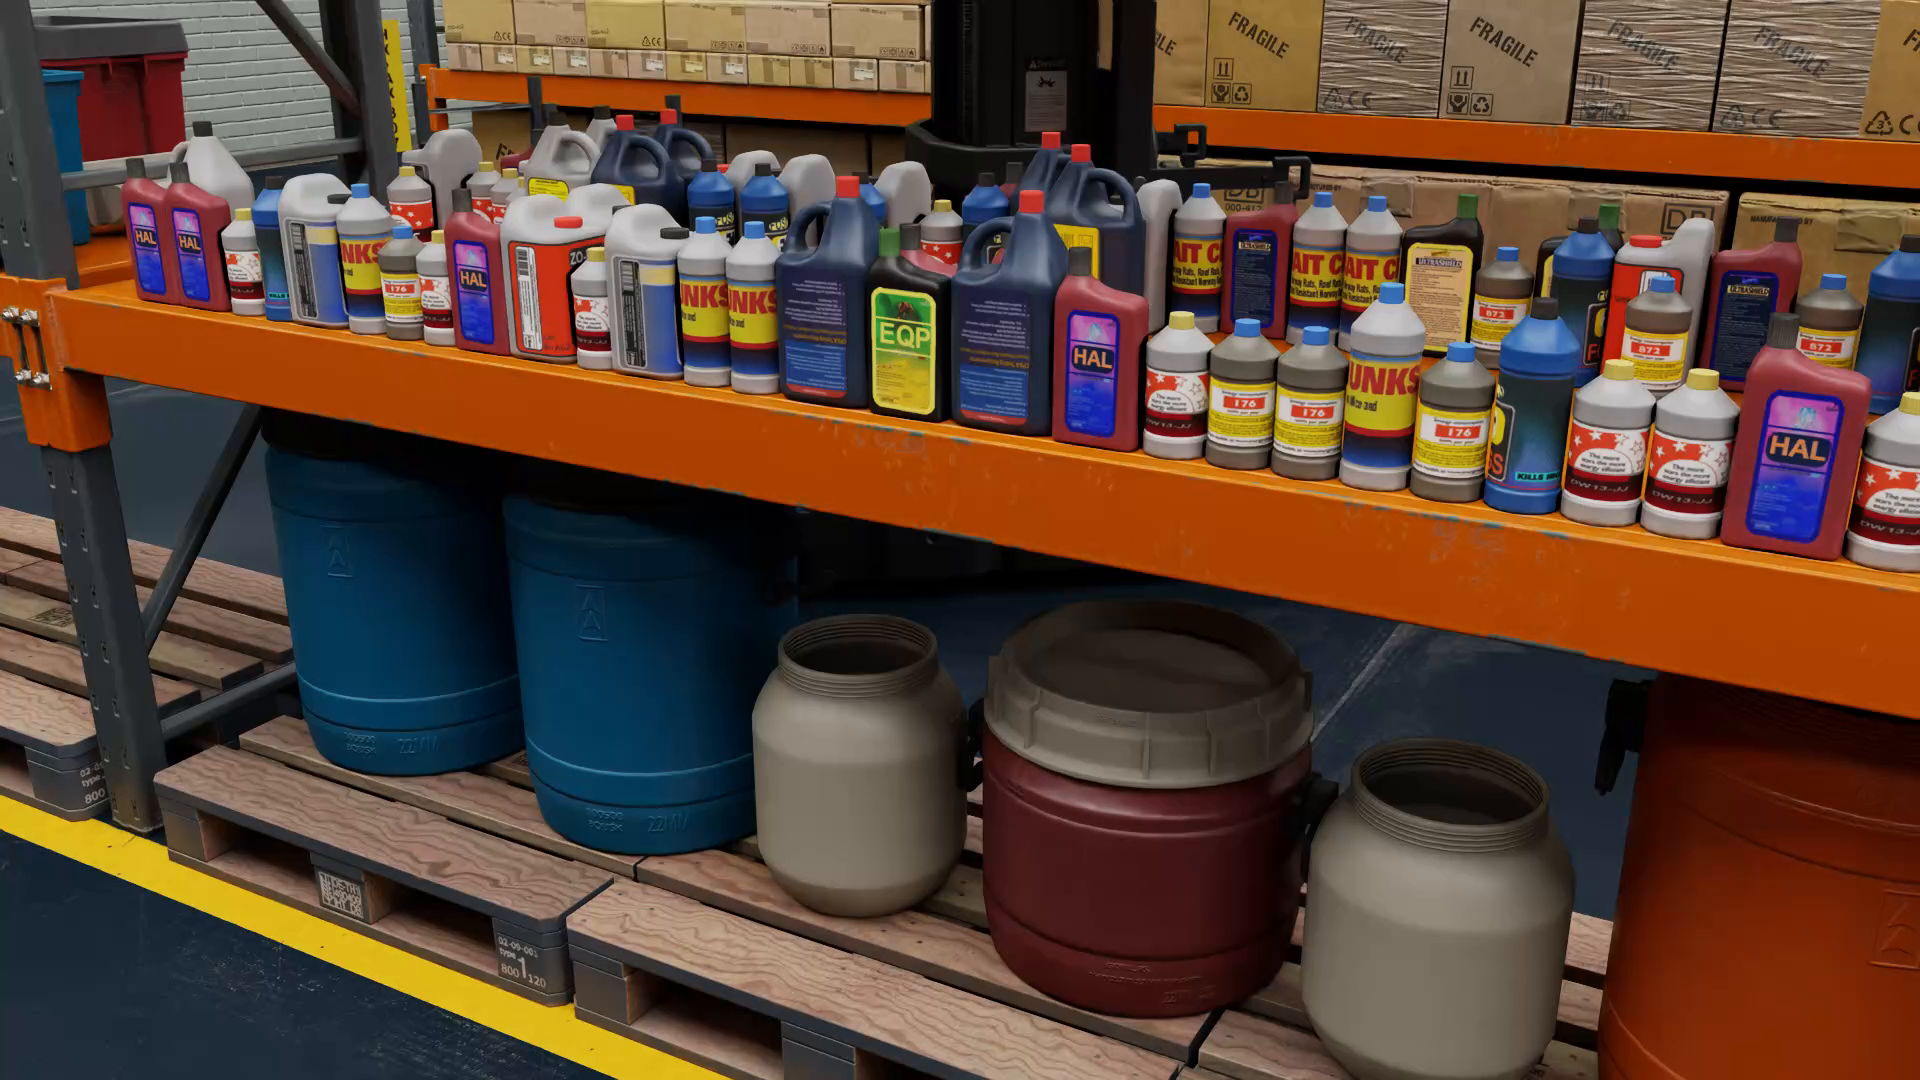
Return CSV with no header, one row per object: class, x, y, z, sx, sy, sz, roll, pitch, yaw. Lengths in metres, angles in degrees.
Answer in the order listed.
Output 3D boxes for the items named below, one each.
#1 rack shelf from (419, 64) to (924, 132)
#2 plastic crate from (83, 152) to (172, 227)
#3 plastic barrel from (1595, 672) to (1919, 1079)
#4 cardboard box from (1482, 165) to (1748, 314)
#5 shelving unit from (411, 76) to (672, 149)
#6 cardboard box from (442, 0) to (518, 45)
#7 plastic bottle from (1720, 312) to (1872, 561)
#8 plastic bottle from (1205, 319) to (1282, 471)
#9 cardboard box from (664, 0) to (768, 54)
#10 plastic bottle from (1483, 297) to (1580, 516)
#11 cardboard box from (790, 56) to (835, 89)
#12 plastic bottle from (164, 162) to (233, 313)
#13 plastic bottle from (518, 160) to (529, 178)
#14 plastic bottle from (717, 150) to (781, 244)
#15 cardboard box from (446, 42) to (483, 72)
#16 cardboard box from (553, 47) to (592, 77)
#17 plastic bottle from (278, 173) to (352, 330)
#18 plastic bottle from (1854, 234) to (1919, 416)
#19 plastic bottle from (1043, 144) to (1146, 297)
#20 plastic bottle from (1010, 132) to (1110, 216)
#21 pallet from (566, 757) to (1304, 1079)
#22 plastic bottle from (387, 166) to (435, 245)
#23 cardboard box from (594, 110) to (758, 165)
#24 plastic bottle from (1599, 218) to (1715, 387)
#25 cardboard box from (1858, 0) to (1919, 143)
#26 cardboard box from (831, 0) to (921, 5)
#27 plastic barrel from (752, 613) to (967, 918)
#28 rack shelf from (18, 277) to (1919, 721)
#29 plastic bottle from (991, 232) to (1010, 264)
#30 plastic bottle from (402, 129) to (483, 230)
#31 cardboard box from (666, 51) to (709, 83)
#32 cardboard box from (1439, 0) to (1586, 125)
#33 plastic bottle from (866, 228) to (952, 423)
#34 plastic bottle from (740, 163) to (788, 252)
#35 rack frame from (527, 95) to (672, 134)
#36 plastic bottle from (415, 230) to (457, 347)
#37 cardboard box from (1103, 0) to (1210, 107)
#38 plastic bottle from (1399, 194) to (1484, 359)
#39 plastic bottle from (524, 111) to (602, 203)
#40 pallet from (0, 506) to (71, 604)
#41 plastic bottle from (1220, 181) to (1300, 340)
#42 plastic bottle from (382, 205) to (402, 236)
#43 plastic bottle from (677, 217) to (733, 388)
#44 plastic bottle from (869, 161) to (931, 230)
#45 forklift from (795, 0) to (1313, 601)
rack shelf,-1.061,-2.334,8.957,4.000,0.370,1.077,11,23,27
plastic crate,-2.067,-0.890,4.218,0.243,0.136,0.396,11,23,27
plastic barrel,1.326,0.546,2.527,0.708,0.830,0.600,11,23,27
cardboard box,2.810,-1.145,7.123,0.875,0.875,1.225,11,23,27
shelving unit,-1.482,-0.869,6.062,0.538,1.500,1.048,-15,25,-35
cardboard box,-2.520,-2.914,9.284,0.500,0.250,0.500,10,22,26
plastic bottle,0.999,-0.124,1.980,0.133,0.283,0.061,11,23,27
plastic bottle,0.397,-0.207,2.329,0.097,0.201,0.097,0,20,0
cardboard box,-1.167,-2.660,8.583,0.500,0.250,0.500,10,22,26
plastic bottle,0.737,-0.175,2.139,0.097,0.271,0.097,0,20,0
cardboard box,-0.639,-2.346,8.303,0.250,0.149,0.380,11,23,28
plastic bottle,-1.502,-0.601,3.293,0.133,0.283,0.061,11,23,27
plastic bottle,-0.910,-0.777,3.791,0.135,0.276,0.152,11,23,27
plastic bottle,-0.469,-0.693,3.559,0.135,0.276,0.152,11,23,27
cardboard box,-2.658,-2.730,9.360,0.250,0.149,0.380,11,23,28
cardboard box,-1.981,-2.602,9.008,0.250,0.149,0.380,10,22,26
plastic bottle,-1.193,-0.556,3.181,0.135,0.276,0.152,11,23,27
plastic bottle,1.454,-0.335,2.580,0.097,0.271,0.097,0,20,0
plastic bottle,0.237,-0.536,3.016,0.185,0.351,0.144,11,23,27
plastic bottle,0.193,-0.604,3.203,0.185,0.351,0.144,11,23,27
pallet,-0.008,0.789,3.382,1.213,0.211,1.003,11,23,27
plastic bottle,-1.273,-0.763,3.860,0.097,0.201,0.097,0,20,0
cardboard box,-1.415,-1.970,9.397,0.875,0.875,0.875,11,23,27
plastic bottle,1.138,-0.387,2.716,0.135,0.276,0.152,11,23,27
cardboard box,3.626,-1.730,6.089,0.500,0.500,0.500,12,23,29
cardboard box,-0.282,-2.843,7.989,0.500,0.500,0.500,11,23,28
plastic barrel,-0.196,0.440,3.285,0.421,0.512,0.421,0,20,0
rack shelf,0.016,-0.195,3.058,4.000,0.370,1.077,11,23,27
plastic bottle,0.112,-0.349,2.601,0.133,0.283,0.061,11,23,27
plastic bottle,-1.229,-0.838,3.958,0.135,0.276,0.152,11,23,27
cardboard box,-1.314,-2.474,8.656,0.250,0.149,0.380,10,22,26
cardboard box,2.295,-1.985,6.792,0.500,0.500,0.500,11,23,28
plastic bottle,-0.075,-0.329,2.544,0.133,0.283,0.061,11,23,27
plastic bottle,-0.396,-0.629,3.388,0.097,0.271,0.097,0,20,0
rack frame,-1.171,-0.732,5.683,0.500,1.500,0.032,-15,25,-35
plastic bottle,-0.935,-0.461,3.029,0.097,0.201,0.097,0,20,0
cardboard box,0.965,-2.236,7.484,0.500,0.500,0.500,11,23,27
plastic bottle,0.842,-0.465,2.919,0.133,0.283,0.061,11,23,27
plastic bottle,-0.839,-0.744,3.590,0.185,0.351,0.144,11,23,27
pallet,-3.460,0.132,5.192,1.213,0.211,1.003,11,23,27
plastic bottle,0.555,-0.519,3.069,0.133,0.283,0.061,11,23,27
plastic bottle,-1.148,-0.561,3.305,0.097,0.201,0.097,0,20,0
plastic bottle,-0.413,-0.395,2.743,0.097,0.271,0.097,0,20,0
plastic bottle,-0.149,-0.632,3.391,0.135,0.276,0.152,11,23,27
forklift,0.660,-1.444,5.547,3.031,2.935,1.130,-5,21,-14
